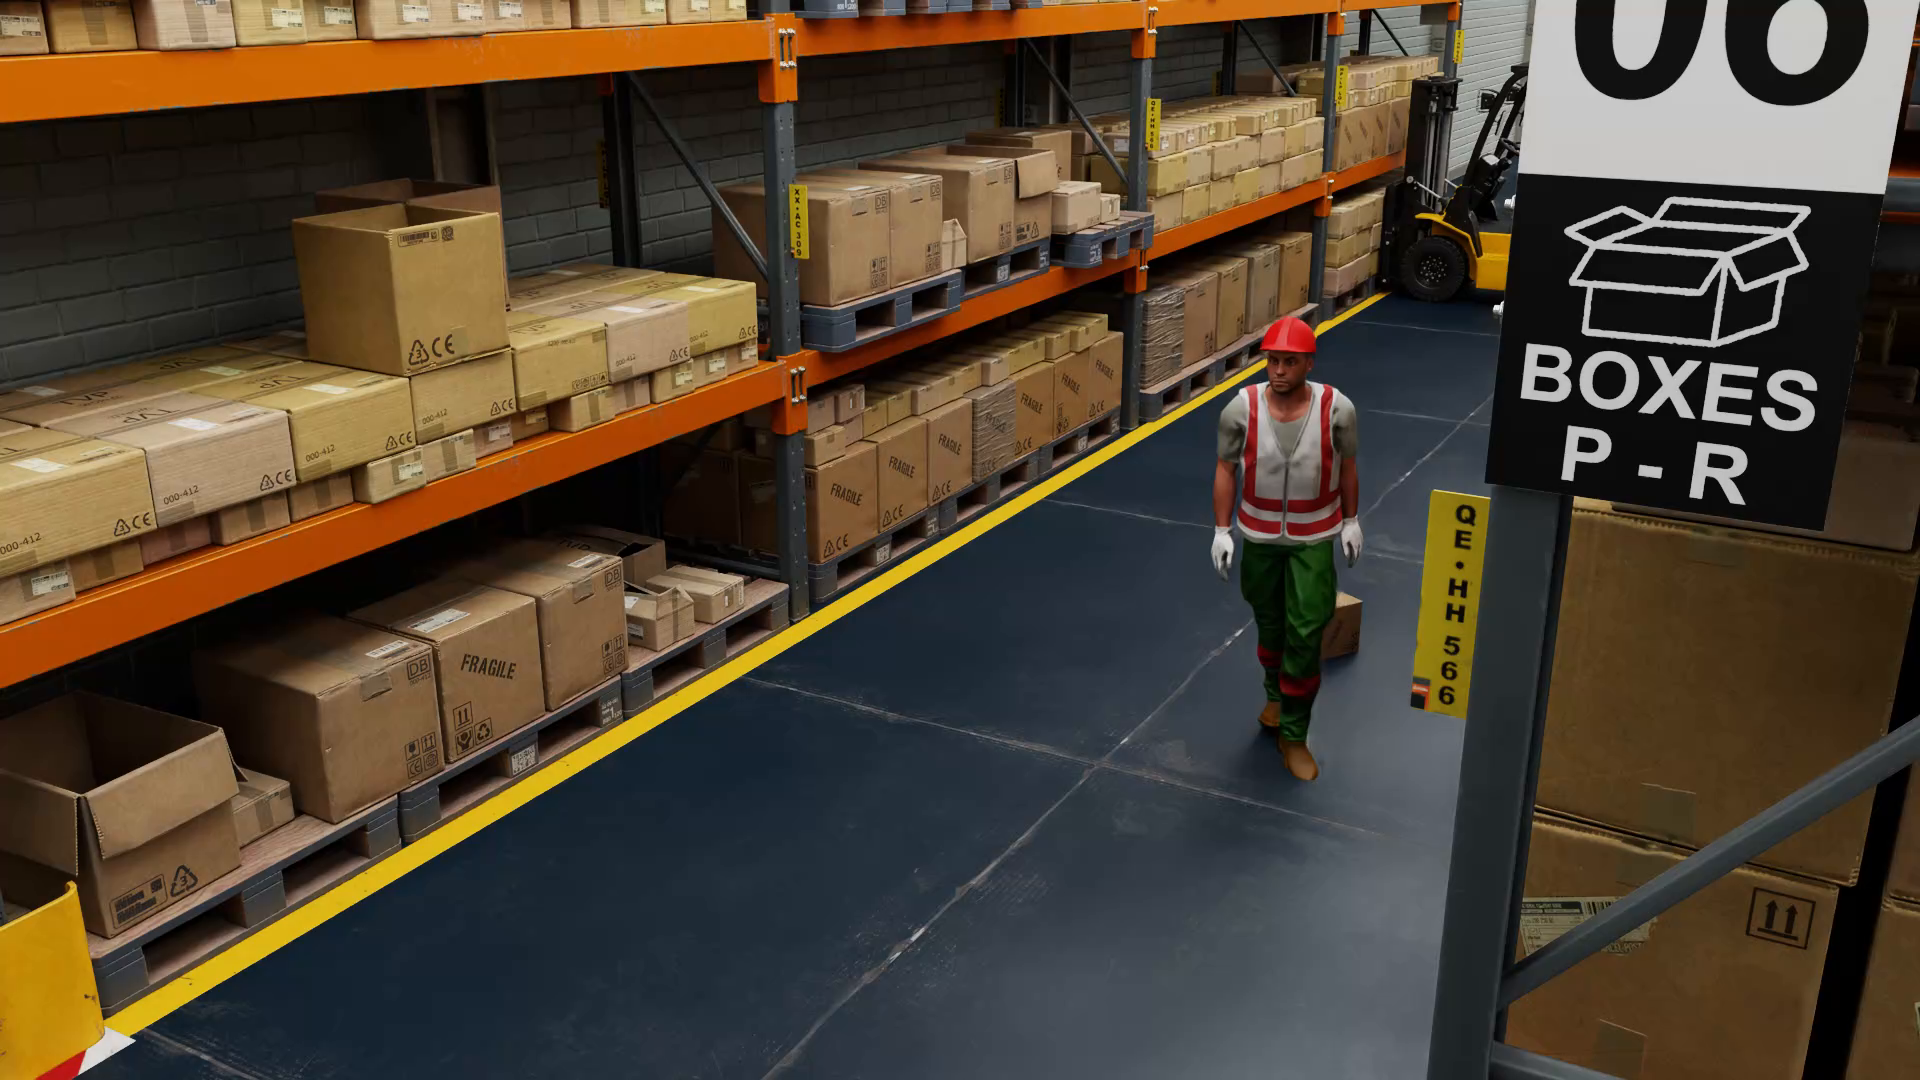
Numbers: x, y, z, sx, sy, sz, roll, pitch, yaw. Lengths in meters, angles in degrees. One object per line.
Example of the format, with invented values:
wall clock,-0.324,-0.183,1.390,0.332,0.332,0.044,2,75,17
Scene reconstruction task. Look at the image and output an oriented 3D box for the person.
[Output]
person,1.286,0.003,6.566,0.579,1.822,0.622,6,20,18
